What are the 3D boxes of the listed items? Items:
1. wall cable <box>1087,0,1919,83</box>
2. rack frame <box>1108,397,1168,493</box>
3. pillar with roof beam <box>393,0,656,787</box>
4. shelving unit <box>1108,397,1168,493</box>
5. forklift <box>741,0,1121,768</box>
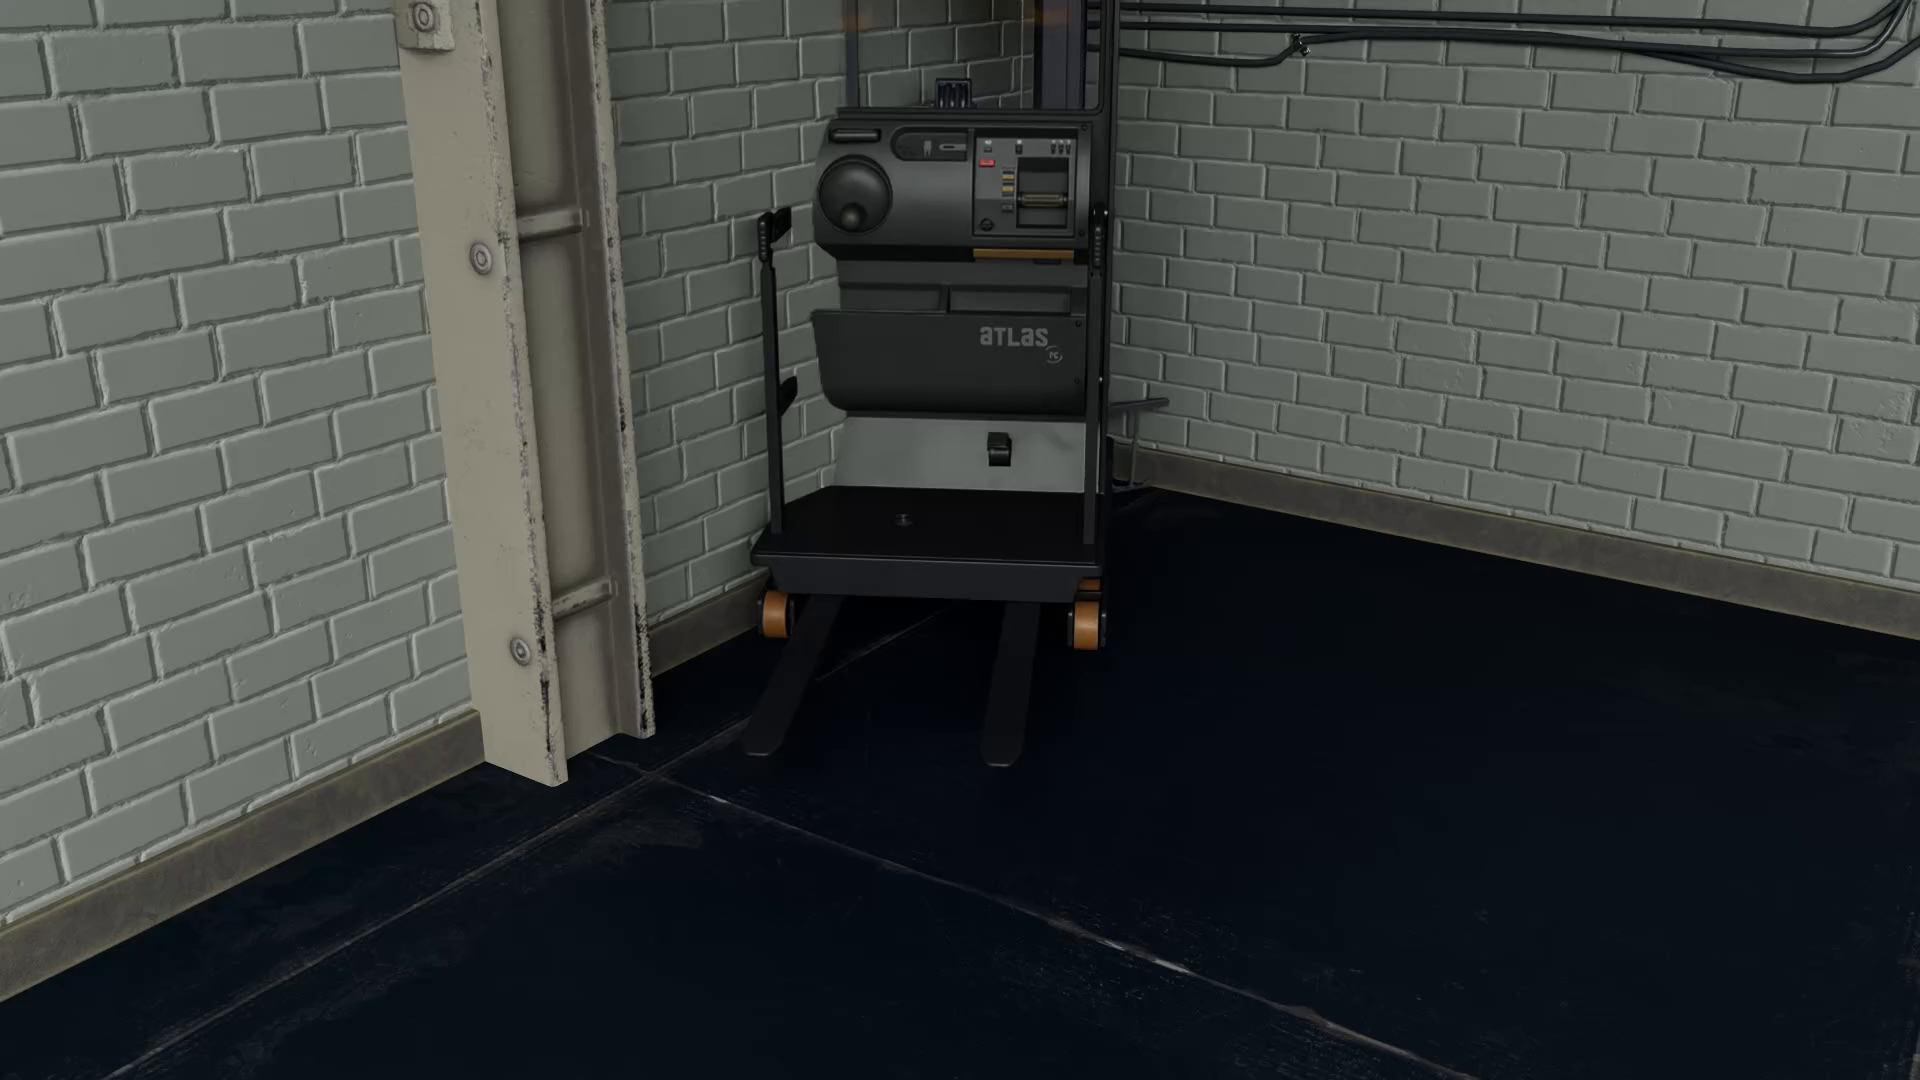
[{"bbox_3d":[1.643,-2.774,5.268,3.097,2.526,0.112,13,24,32],"label":"wall cable"},{"bbox_3d":[0.707,-0.373,6.761,1.500,0.400,0.023,-10,27,-26],"label":"rack frame"},{"bbox_3d":[2.453,-2.803,0.872,9.100,9.000,0.400,13,24,32],"label":"pillar with roof beam"},{"bbox_3d":[0.538,-0.512,7.055,1.500,0.431,0.755,-10,27,-26],"label":"shelving unit"},{"bbox_3d":[-0.064,-1.141,5.125,1.130,2.935,3.031,2,20,5],"label":"forklift"}]
